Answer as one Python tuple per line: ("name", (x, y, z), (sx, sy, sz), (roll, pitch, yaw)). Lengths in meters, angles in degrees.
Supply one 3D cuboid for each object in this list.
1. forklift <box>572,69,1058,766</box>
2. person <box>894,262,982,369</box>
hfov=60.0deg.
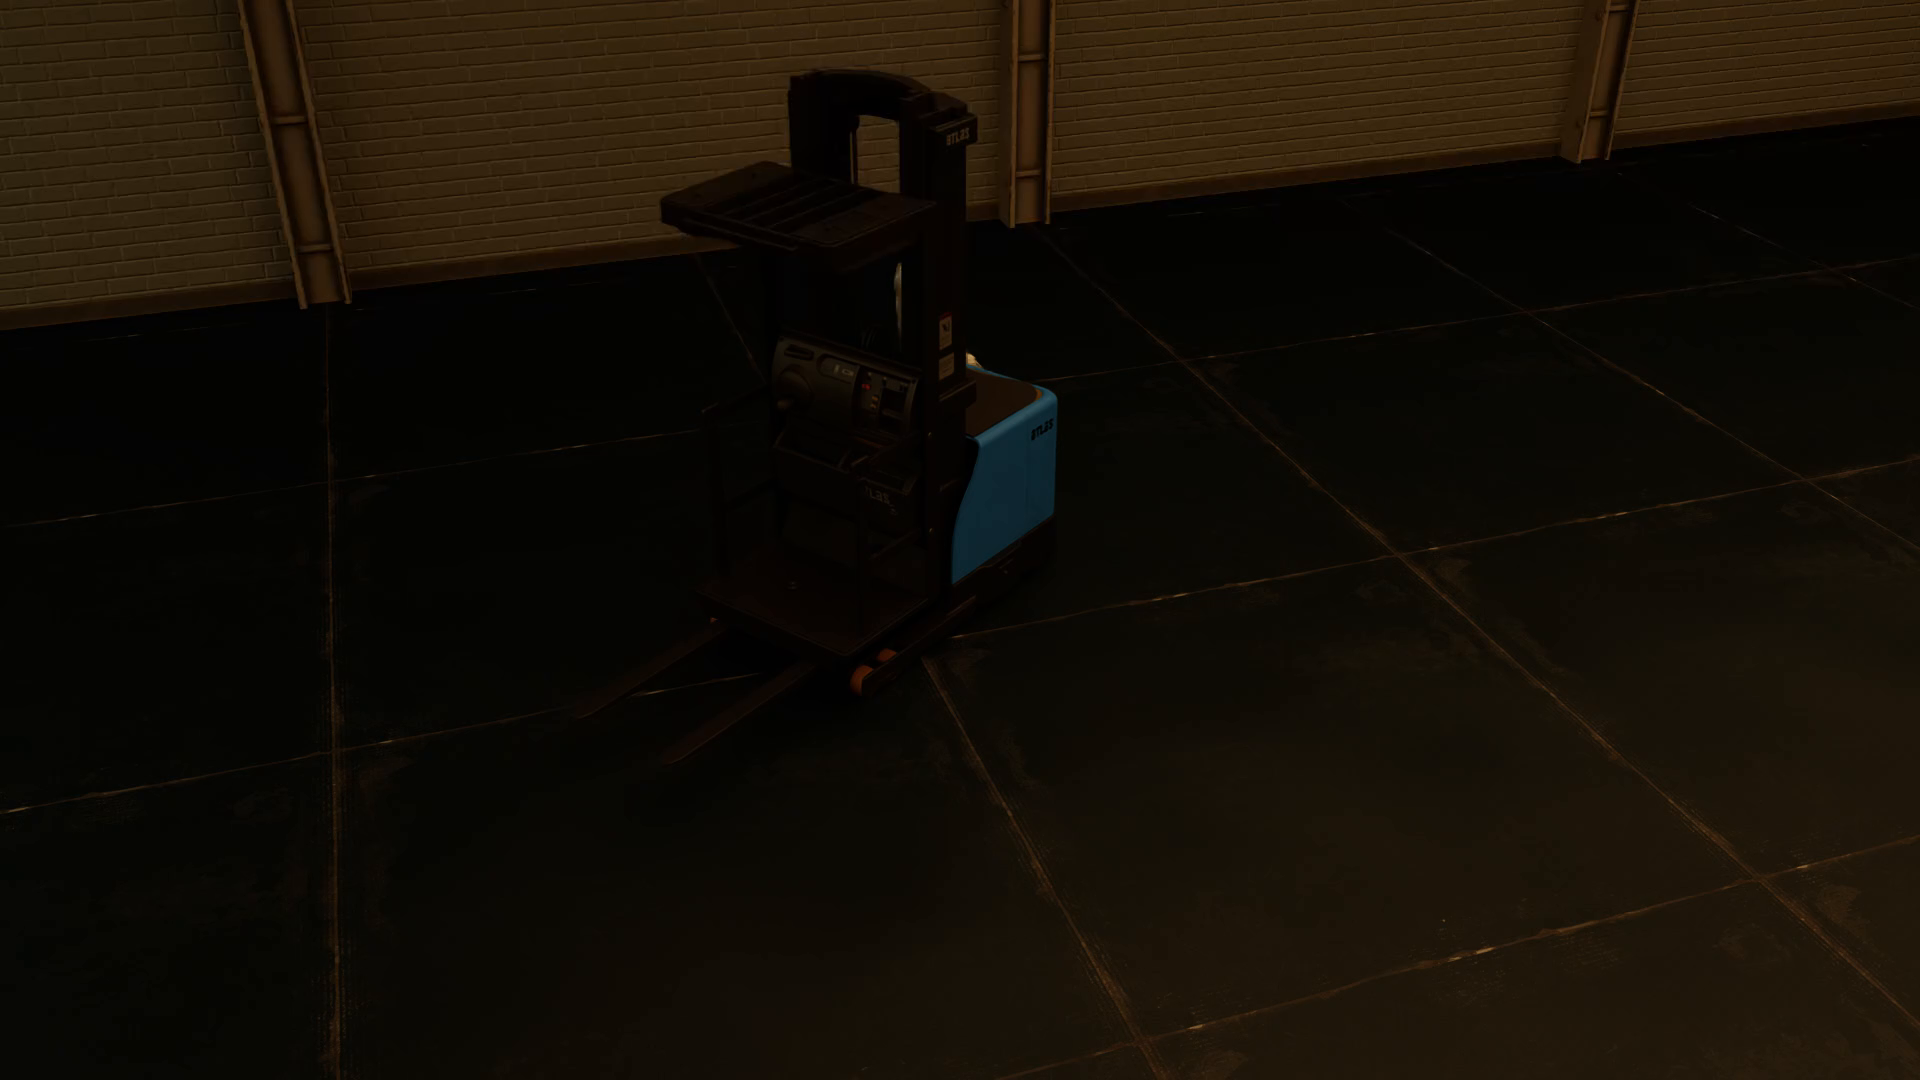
("forklift", (-0.721, -0.731, 8.358), (1.130, 2.935, 3.031), (20, 36, 31))
("person", (-0.151, -1.292, 10.687), (0.830, 1.634, 1.025), (-7, 31, -12))
